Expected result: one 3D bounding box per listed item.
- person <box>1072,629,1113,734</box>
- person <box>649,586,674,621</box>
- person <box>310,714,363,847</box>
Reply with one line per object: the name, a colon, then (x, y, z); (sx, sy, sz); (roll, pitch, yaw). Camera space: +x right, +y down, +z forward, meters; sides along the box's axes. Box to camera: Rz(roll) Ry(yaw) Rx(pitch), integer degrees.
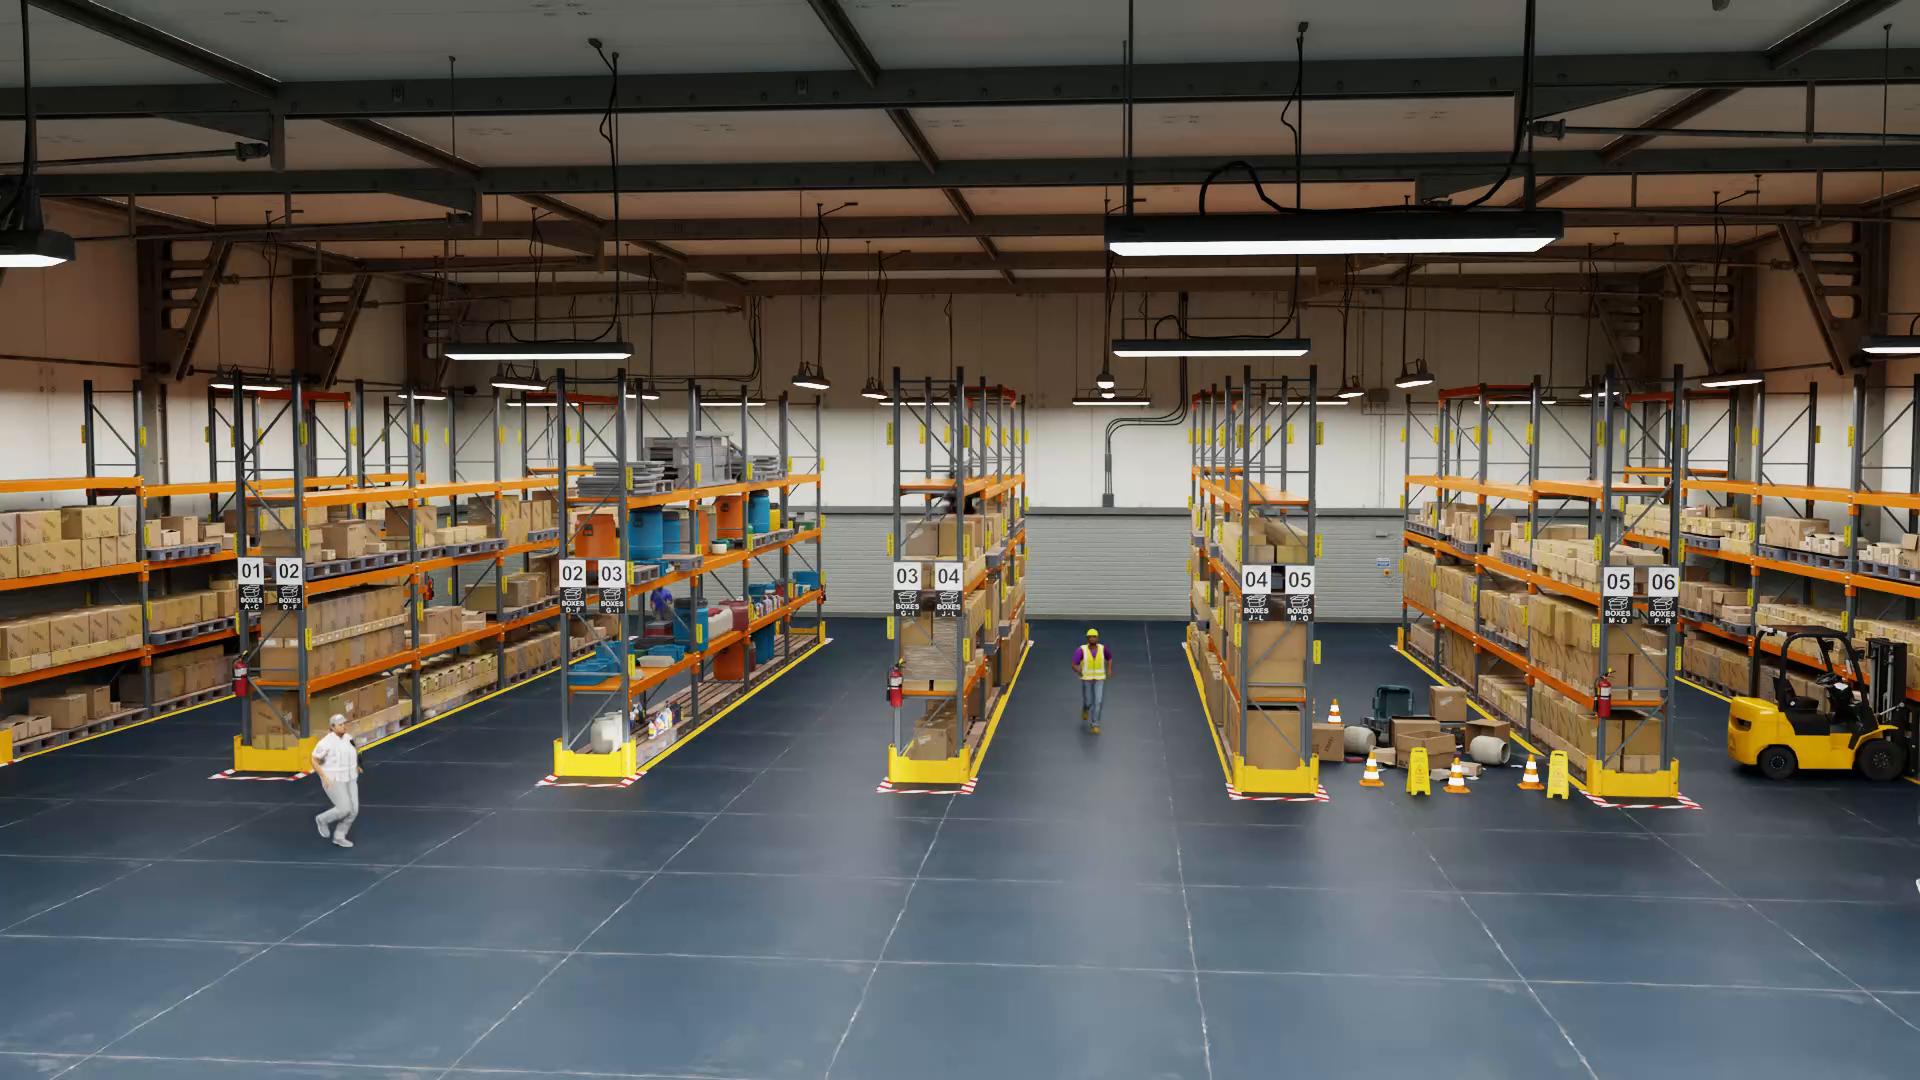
person: (2.273, 2.381, 28.321); (0.713, 1.736, 0.897); (0, 4, -3)
person: (-7.053, 1.762, 39.259); (0.591, 1.641, 0.745); (0, 4, -1)
person: (-7.576, 2.940, 20.328); (0.546, 1.626, 0.615); (2, 4, 27)
